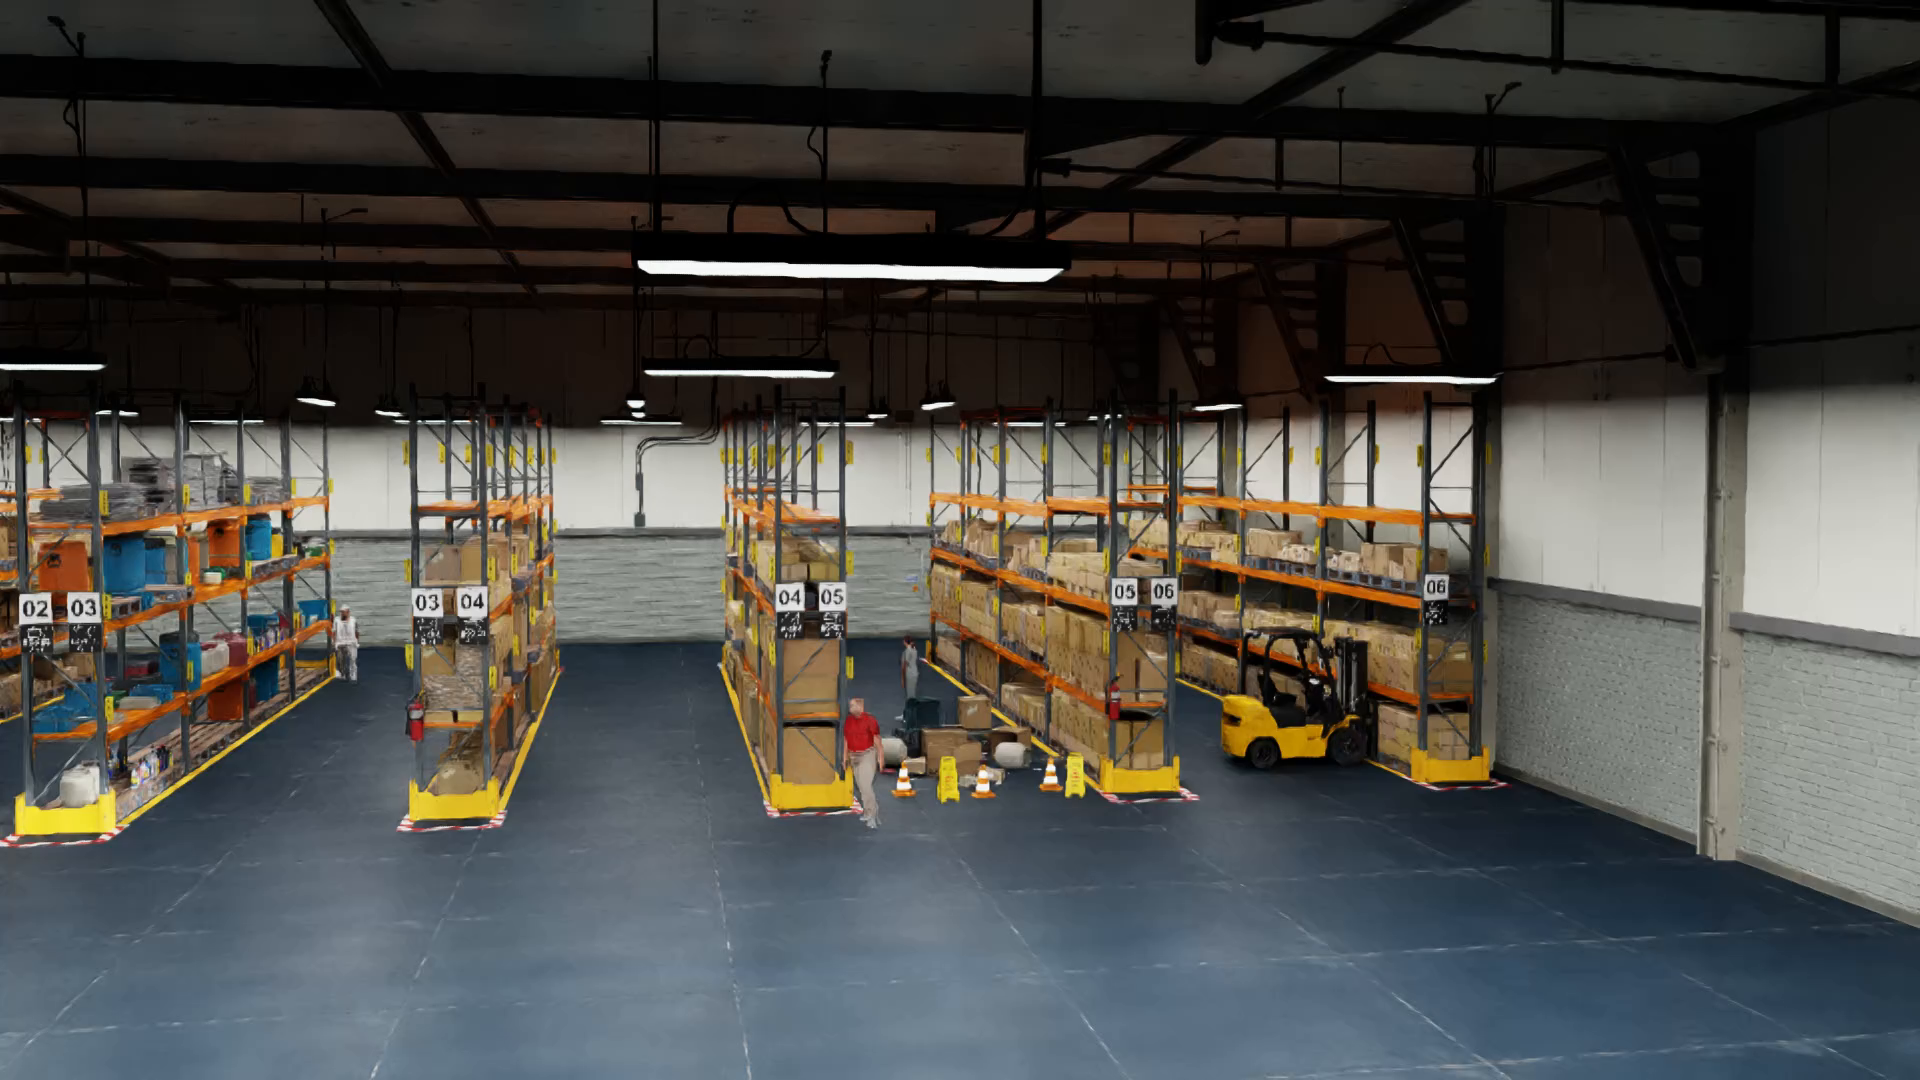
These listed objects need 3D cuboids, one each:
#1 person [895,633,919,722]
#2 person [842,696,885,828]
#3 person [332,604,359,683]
[{"bbox_3d":[-0.987,2.571,31.164,0.558,1.668,0.562,1,3,18],"label":"person"},{"bbox_3d":[-1.289,3.004,22.689,0.653,1.759,0.473,3,4,42],"label":"person"},{"bbox_3d":[-13.533,2.274,36.614,0.554,1.724,1.029,-1,3,-18],"label":"person"}]
